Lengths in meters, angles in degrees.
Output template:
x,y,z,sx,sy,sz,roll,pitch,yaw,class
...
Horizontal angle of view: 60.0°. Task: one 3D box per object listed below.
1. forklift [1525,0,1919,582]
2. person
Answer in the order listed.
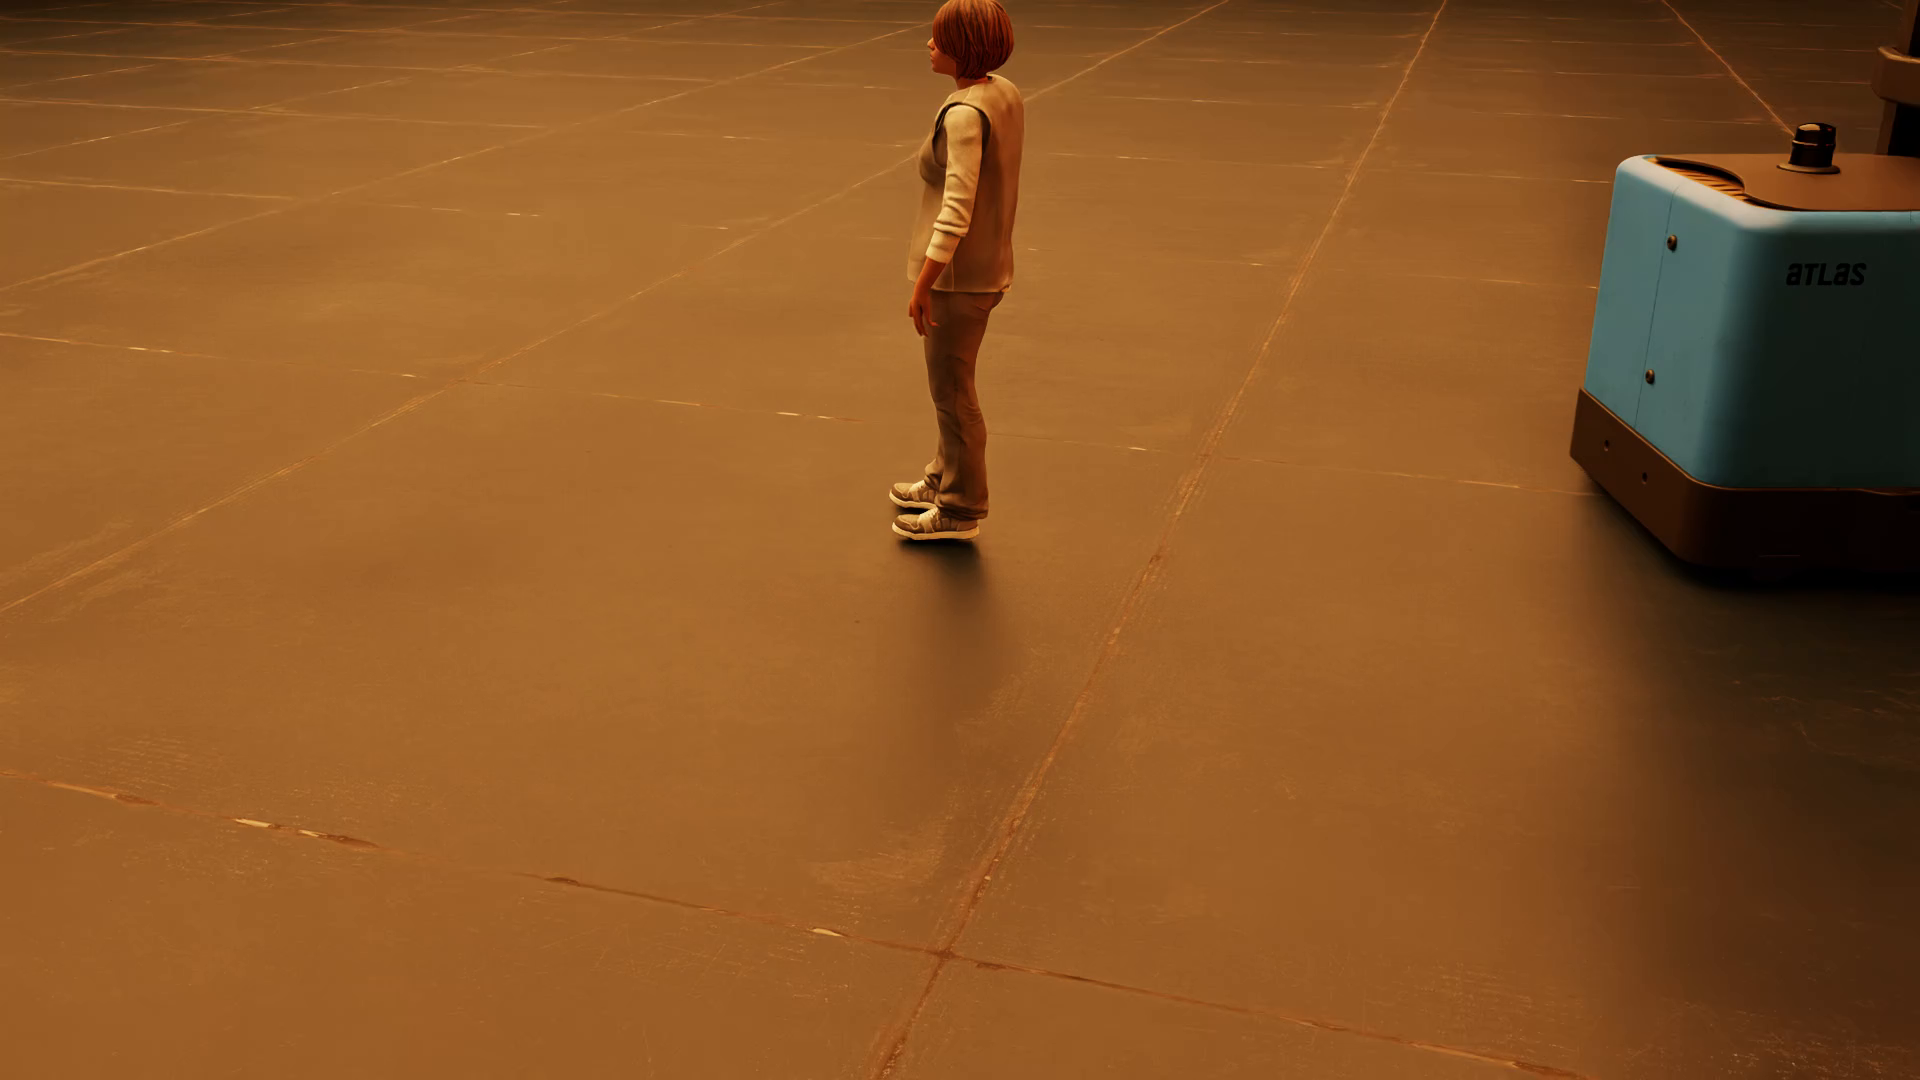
x,y,z,sx,sy,sz,roll,pitch,yaw,class
3.431,-1.414,4.705,3.031,2.935,1.130,0,22,-1,forklift
-0.067,-0.759,4.846,0.472,1.600,0.520,7,23,16,person
